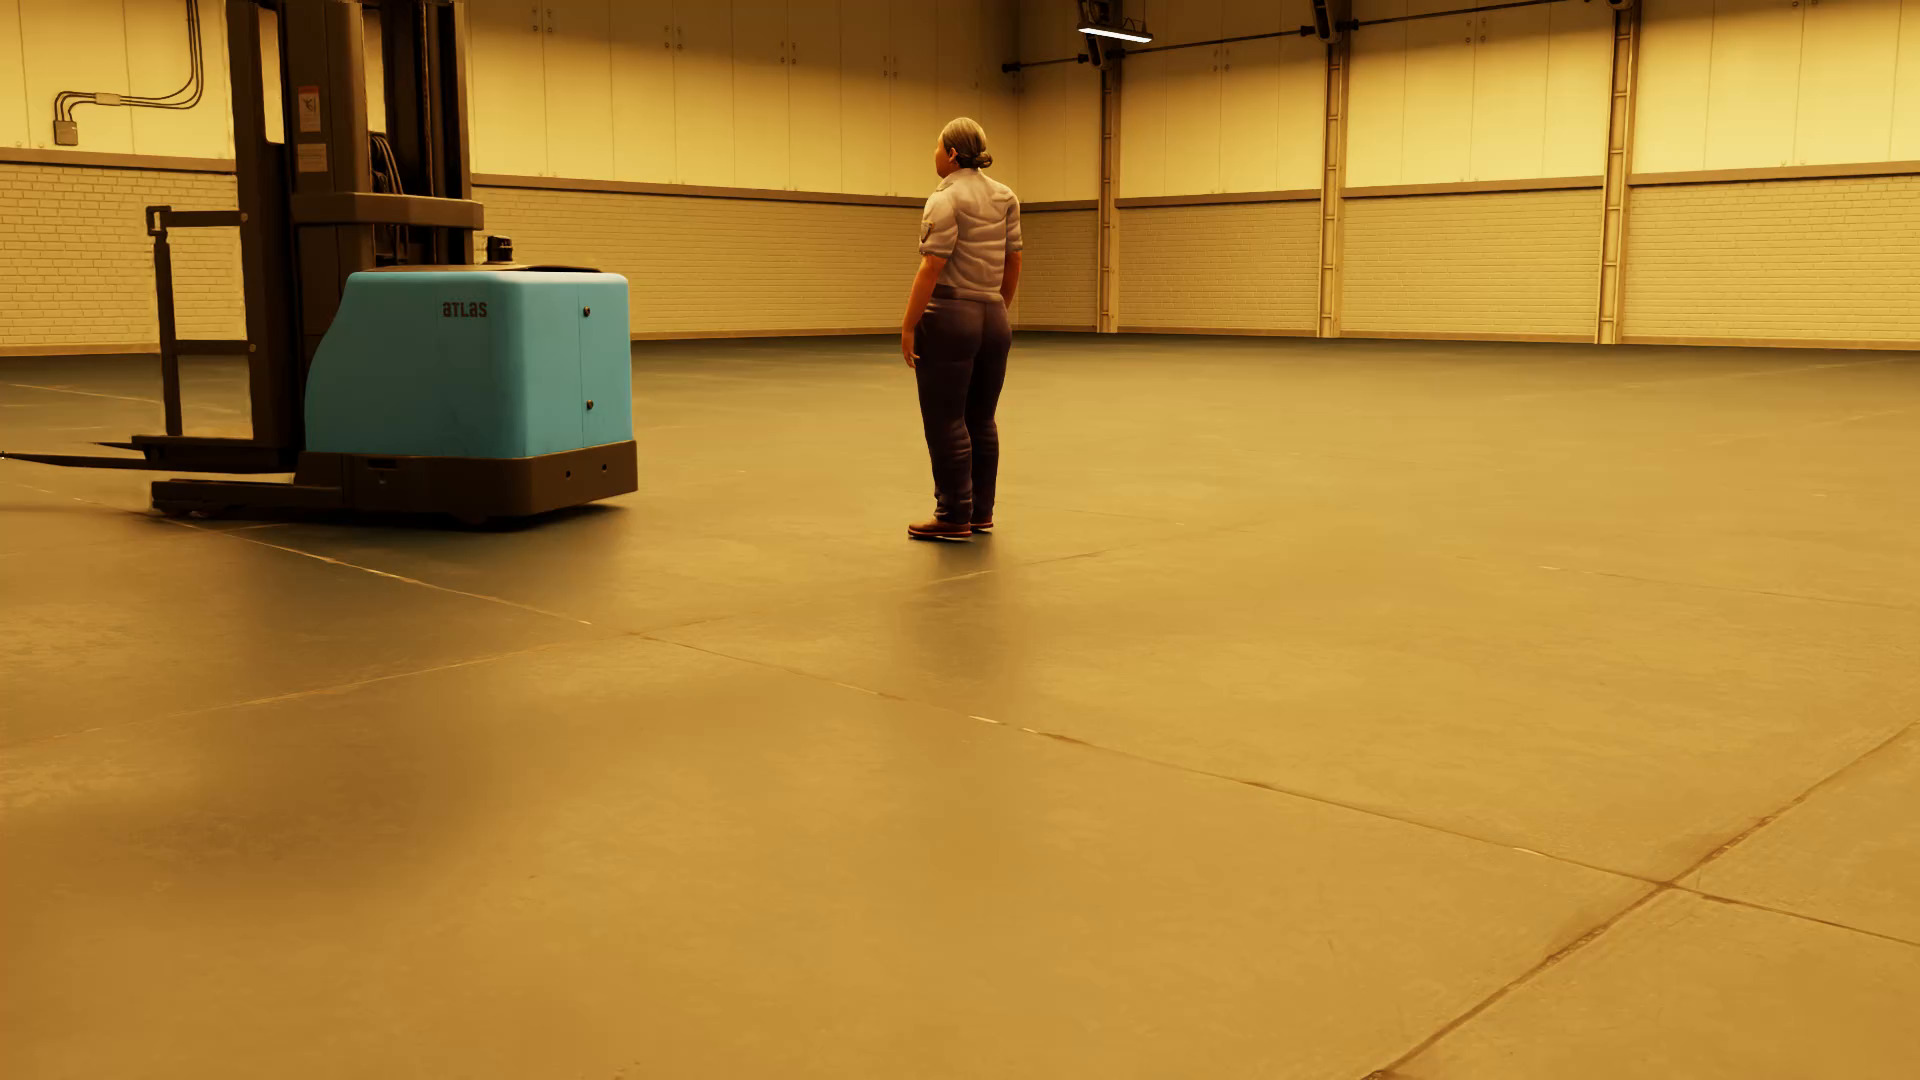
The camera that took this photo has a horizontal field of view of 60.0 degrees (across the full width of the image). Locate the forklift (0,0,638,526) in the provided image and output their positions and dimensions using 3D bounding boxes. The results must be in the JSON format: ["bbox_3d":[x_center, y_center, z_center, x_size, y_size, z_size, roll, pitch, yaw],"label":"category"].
[{"bbox_3d":[-3.079,-1.615,7.600,3.031,2.935,1.130,3,9,18],"label":"forklift"}]

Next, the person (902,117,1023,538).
[{"bbox_3d":[-0.049,-0.833,6.672,0.502,1.651,0.598,8,12,43],"label":"person"}]
